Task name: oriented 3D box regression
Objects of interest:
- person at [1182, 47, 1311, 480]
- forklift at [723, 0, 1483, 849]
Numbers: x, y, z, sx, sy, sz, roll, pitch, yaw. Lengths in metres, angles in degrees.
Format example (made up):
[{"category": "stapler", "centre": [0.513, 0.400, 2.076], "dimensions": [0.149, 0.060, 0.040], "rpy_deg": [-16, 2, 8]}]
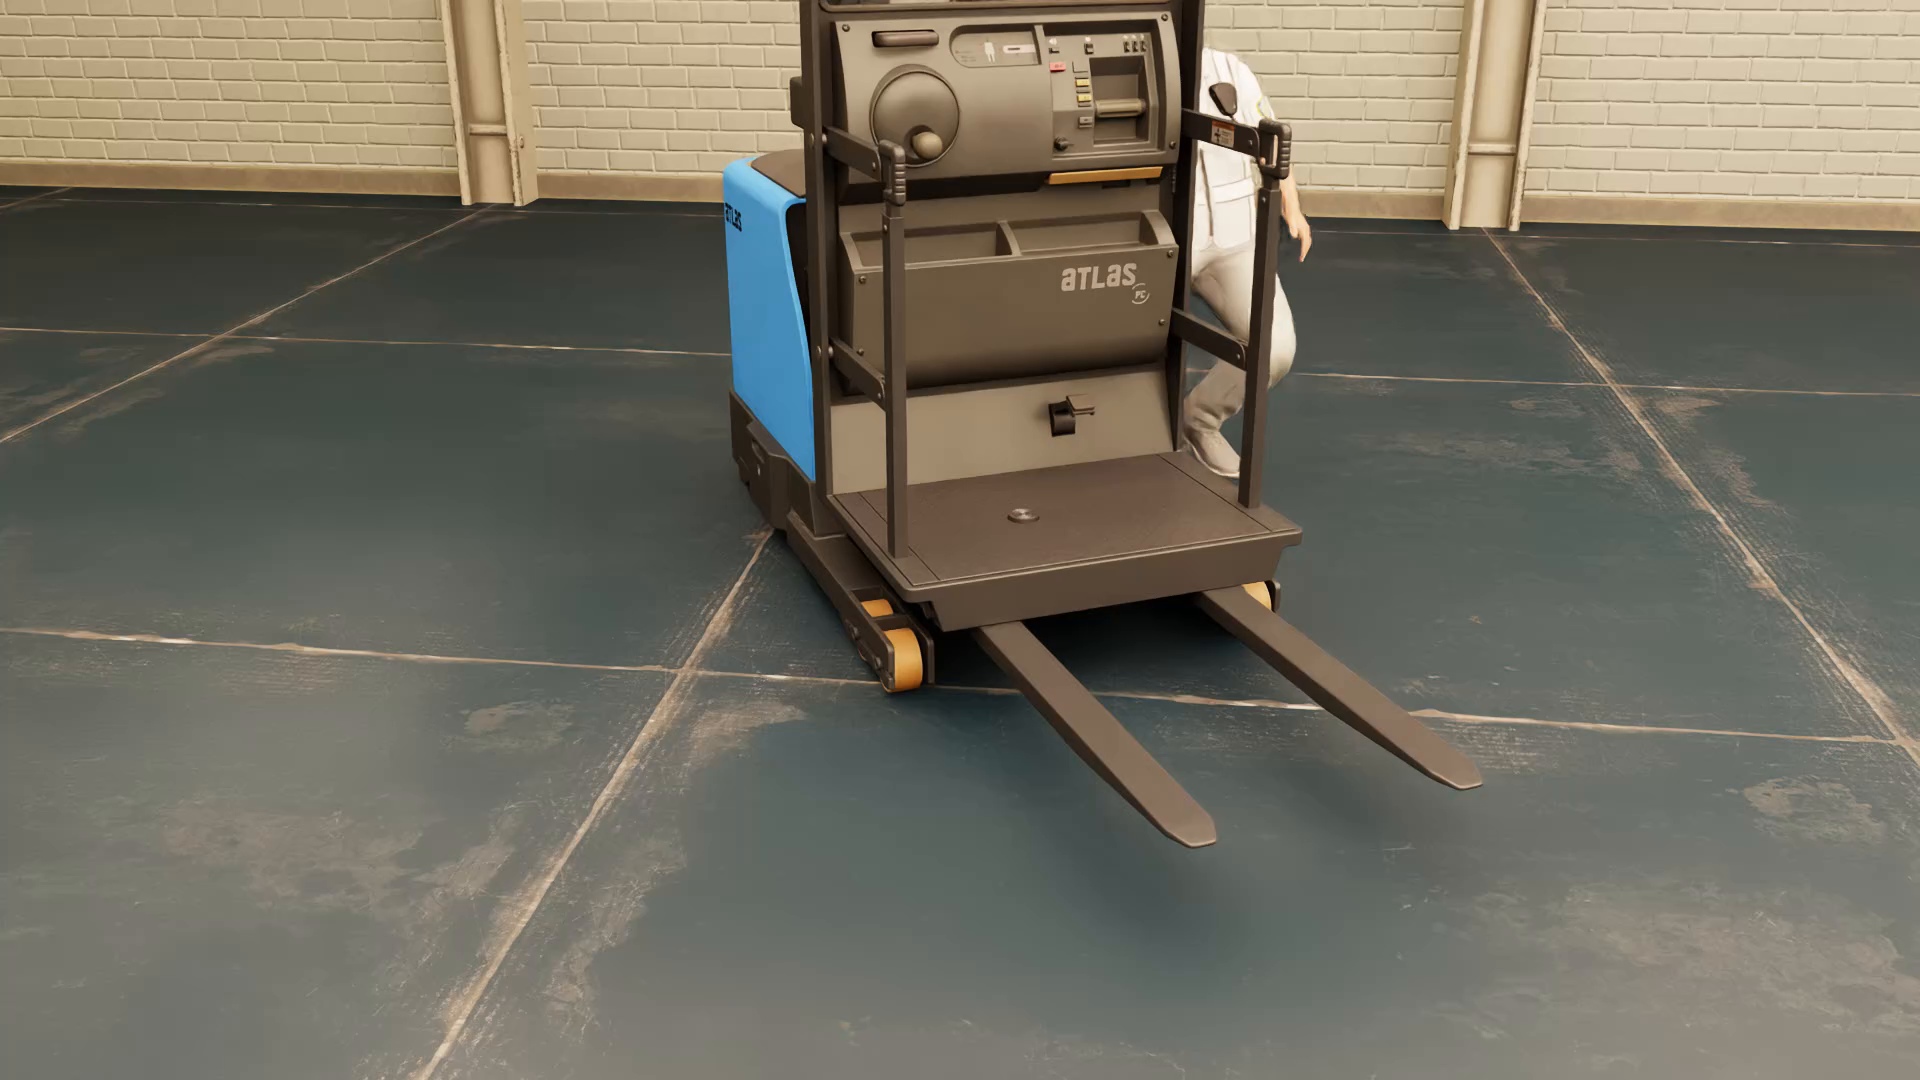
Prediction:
[{"category": "person", "centre": [0.702, -0.959, 5.331], "dimensions": [0.819, 1.605, 0.637], "rpy_deg": [-4, 22, -11]}, {"category": "forklift", "centre": [0.215, -1.146, 4.100], "dimensions": [1.130, 2.935, 3.031], "rpy_deg": [-8, 23, -19]}]
